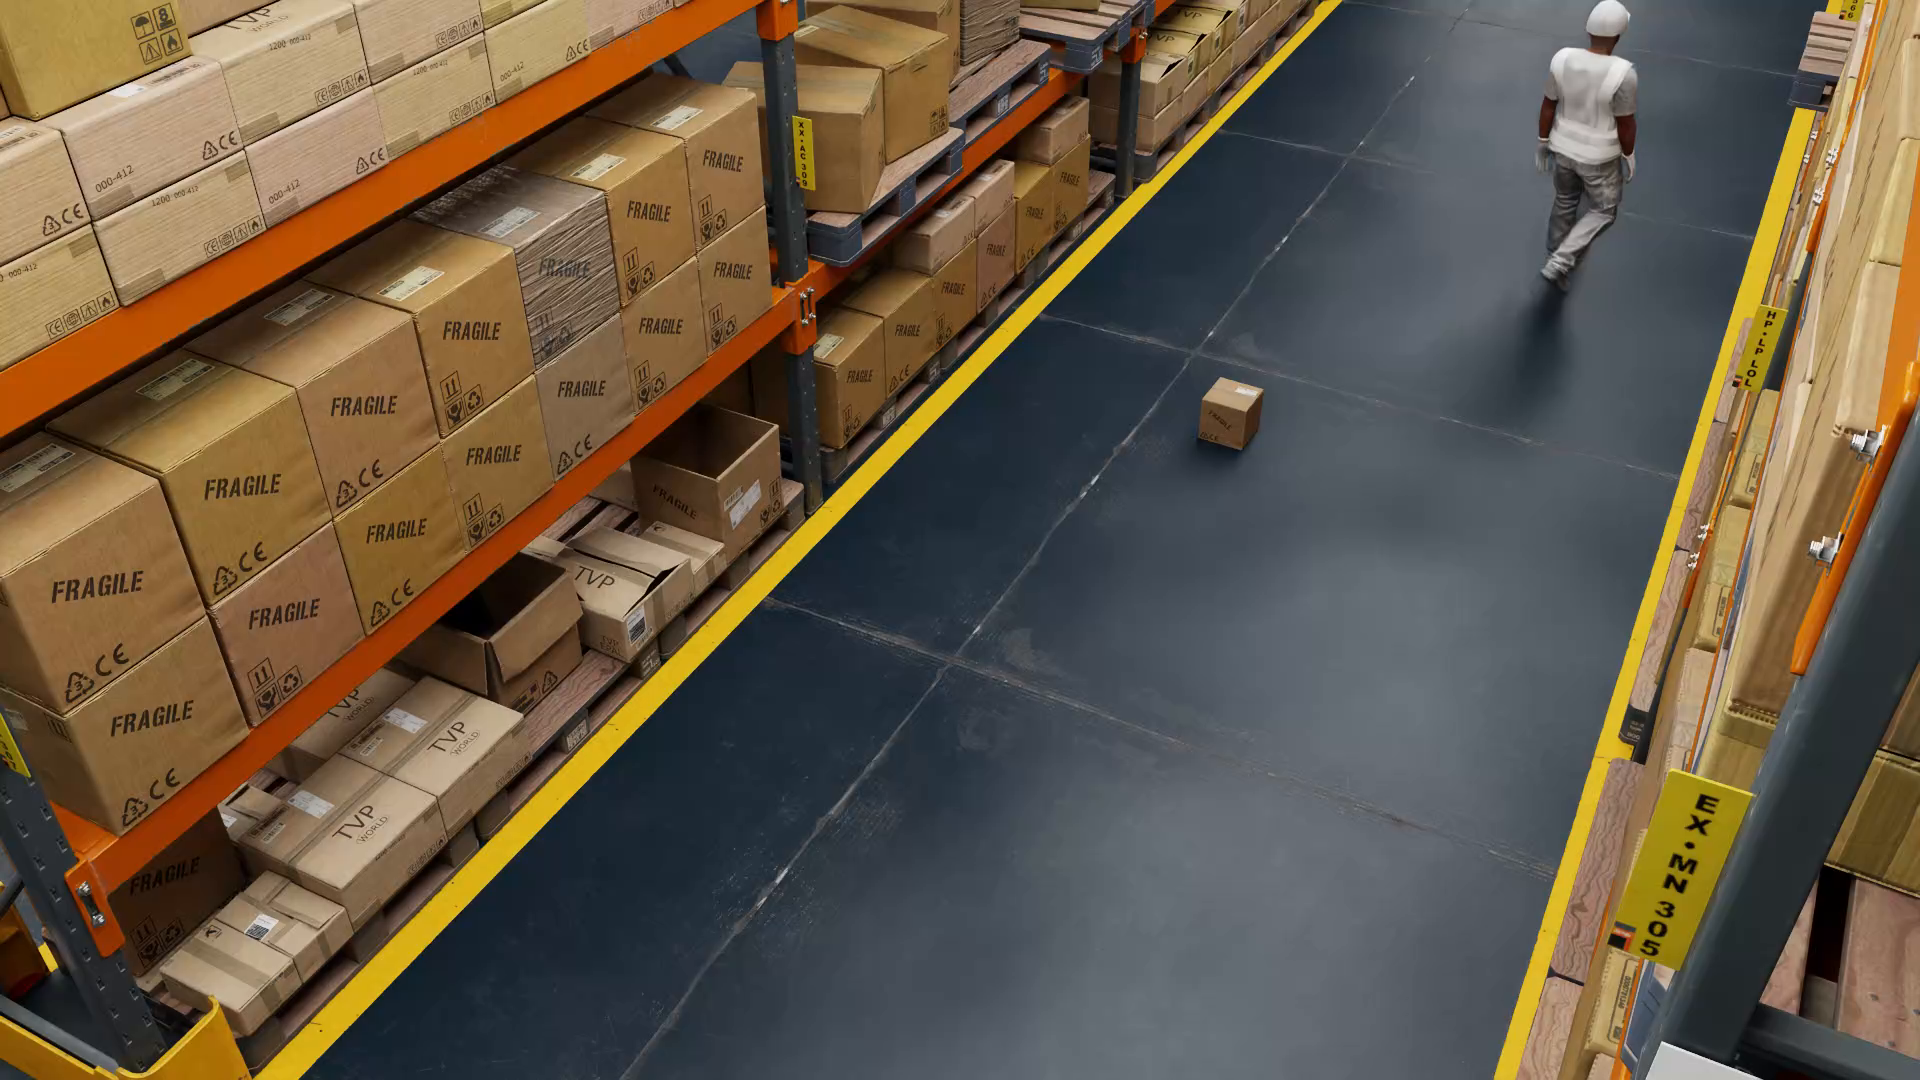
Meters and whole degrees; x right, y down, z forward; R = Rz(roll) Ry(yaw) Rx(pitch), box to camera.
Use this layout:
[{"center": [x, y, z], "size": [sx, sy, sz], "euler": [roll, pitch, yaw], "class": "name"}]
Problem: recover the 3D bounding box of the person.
[{"center": [3.663, -2.282, 9.677], "size": [0.804, 1.768, 0.572], "euler": [-26, 44, -29], "class": "person"}]
